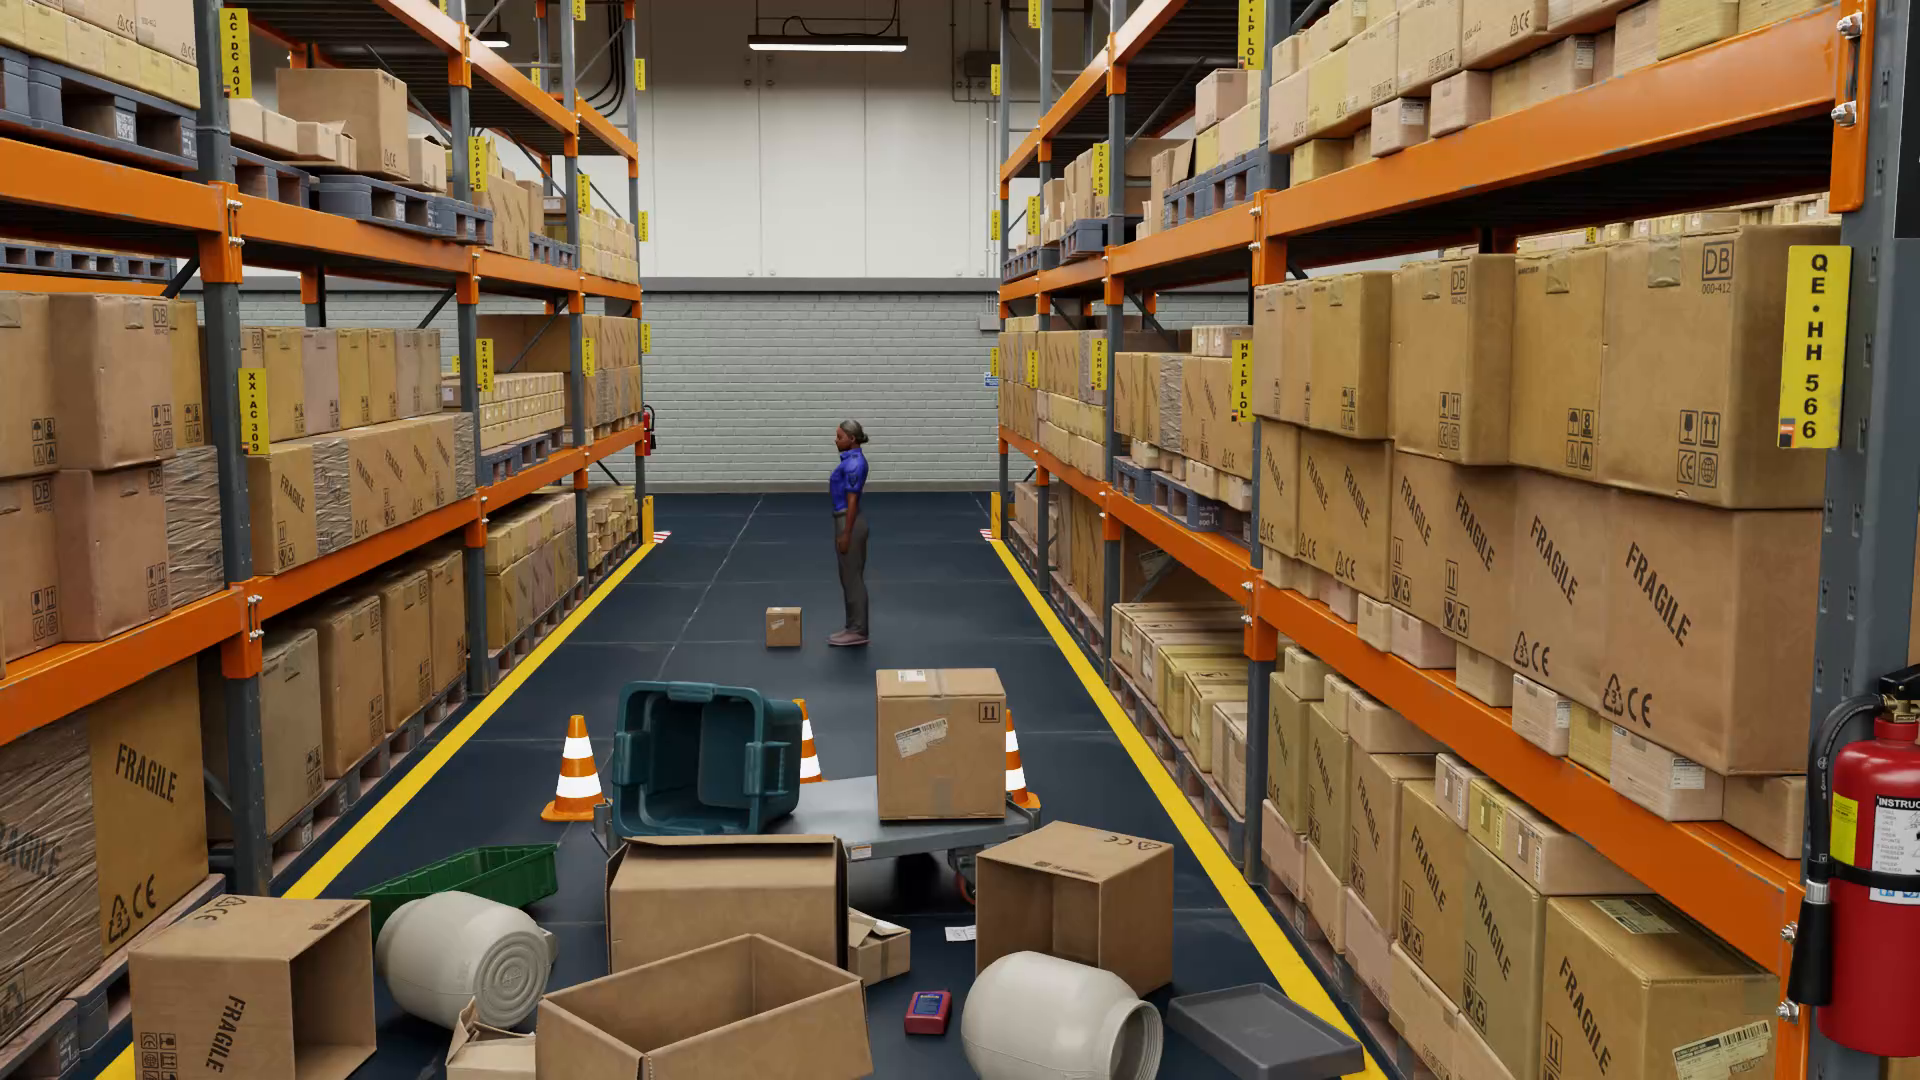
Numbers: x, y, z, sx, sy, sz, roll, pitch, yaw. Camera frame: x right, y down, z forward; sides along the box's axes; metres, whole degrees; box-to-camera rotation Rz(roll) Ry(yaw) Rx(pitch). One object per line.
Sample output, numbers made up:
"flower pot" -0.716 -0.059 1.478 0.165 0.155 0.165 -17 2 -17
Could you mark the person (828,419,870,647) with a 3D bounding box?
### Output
"person" -0.824 -0.054 12.234 0.324 1.673 0.438 0 7 -3
